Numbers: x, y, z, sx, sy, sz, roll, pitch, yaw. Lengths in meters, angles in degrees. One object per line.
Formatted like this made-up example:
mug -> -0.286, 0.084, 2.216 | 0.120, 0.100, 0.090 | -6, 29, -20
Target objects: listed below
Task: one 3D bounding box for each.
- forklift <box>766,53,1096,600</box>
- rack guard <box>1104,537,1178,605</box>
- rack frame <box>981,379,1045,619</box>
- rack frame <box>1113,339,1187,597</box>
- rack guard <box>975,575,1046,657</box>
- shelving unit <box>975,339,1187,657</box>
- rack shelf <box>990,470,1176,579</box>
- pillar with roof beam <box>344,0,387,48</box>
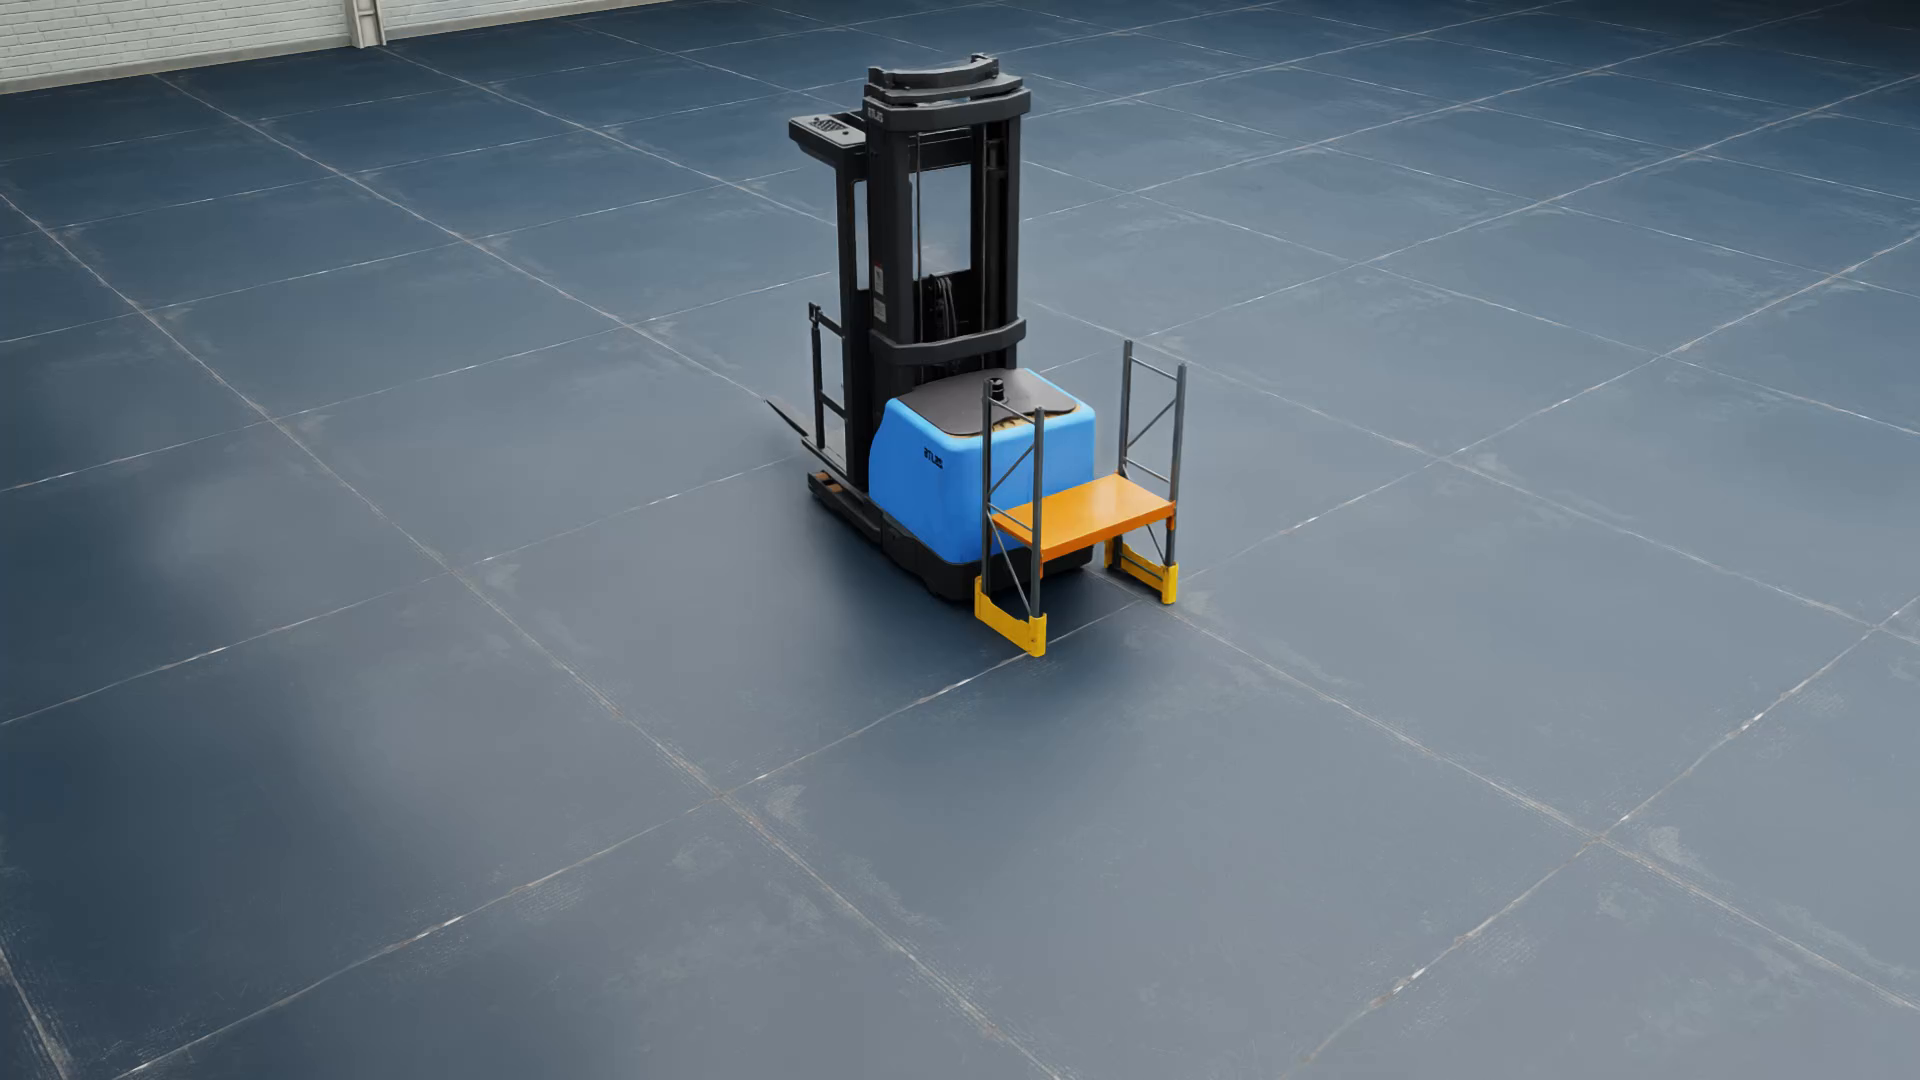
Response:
forklift -> -0.359, -1.596, 10.485 | 1.130, 2.935, 3.031 | -15, 32, -26
rack guard -> 1.089, 0.155, 10.054 | 0.087, 0.250, 0.587 | -19, 33, -31
rack frame -> 0.284, -0.119, 9.240 | 0.032, 1.500, 0.500 | -19, 33, -31
rack frame -> 1.105, -0.402, 9.769 | 0.032, 1.500, 0.500 | -19, 33, -31
rack guard -> 0.285, 0.432, 9.536 | 0.087, 0.250, 0.587 | -19, 33, -31
shelving unit -> 0.687, -0.258, 9.500 | 1.083, 1.500, 0.587 | -19, 33, -31
rack shelf -> 0.695, -0.102, 9.590 | 1.000, 0.185, 0.538 | -19, 33, -31
pillar with roof beam -> -5.718, -9.558, 18.946 | 0.400, 9.000, 9.100 | -22, 35, -35
